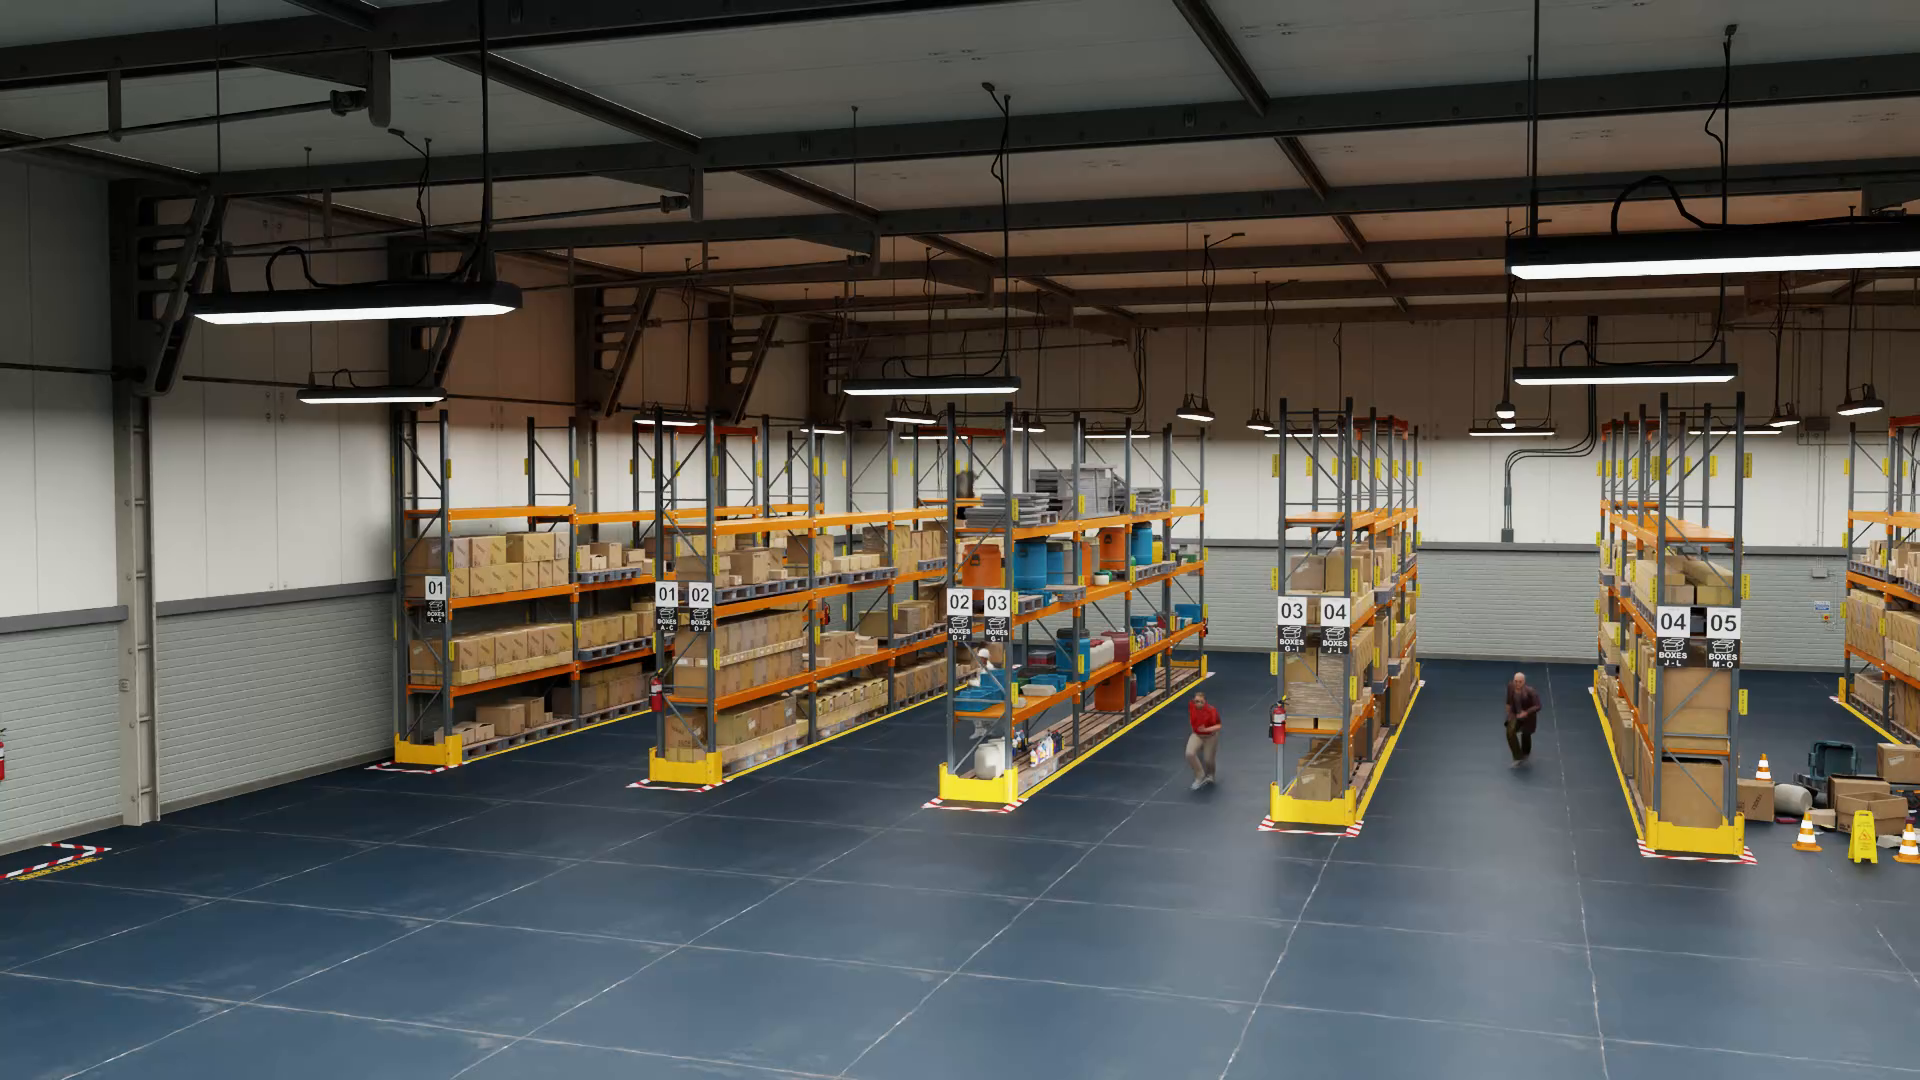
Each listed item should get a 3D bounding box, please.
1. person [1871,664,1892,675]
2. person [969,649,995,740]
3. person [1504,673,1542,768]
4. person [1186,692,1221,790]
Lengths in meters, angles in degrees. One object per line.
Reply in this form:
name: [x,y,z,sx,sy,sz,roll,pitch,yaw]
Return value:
person: [20.521,2.526,36.804,0.845,1.817,0.637,0,2,9]
person: [0.435,2.821,30.599,0.726,1.677,0.830,-2,3,-36]
person: [9.452,2.972,27.838,0.693,1.591,1.176,2,3,34]
person: [3.829,3.104,26.022,0.681,1.543,1.140,1,3,28]
